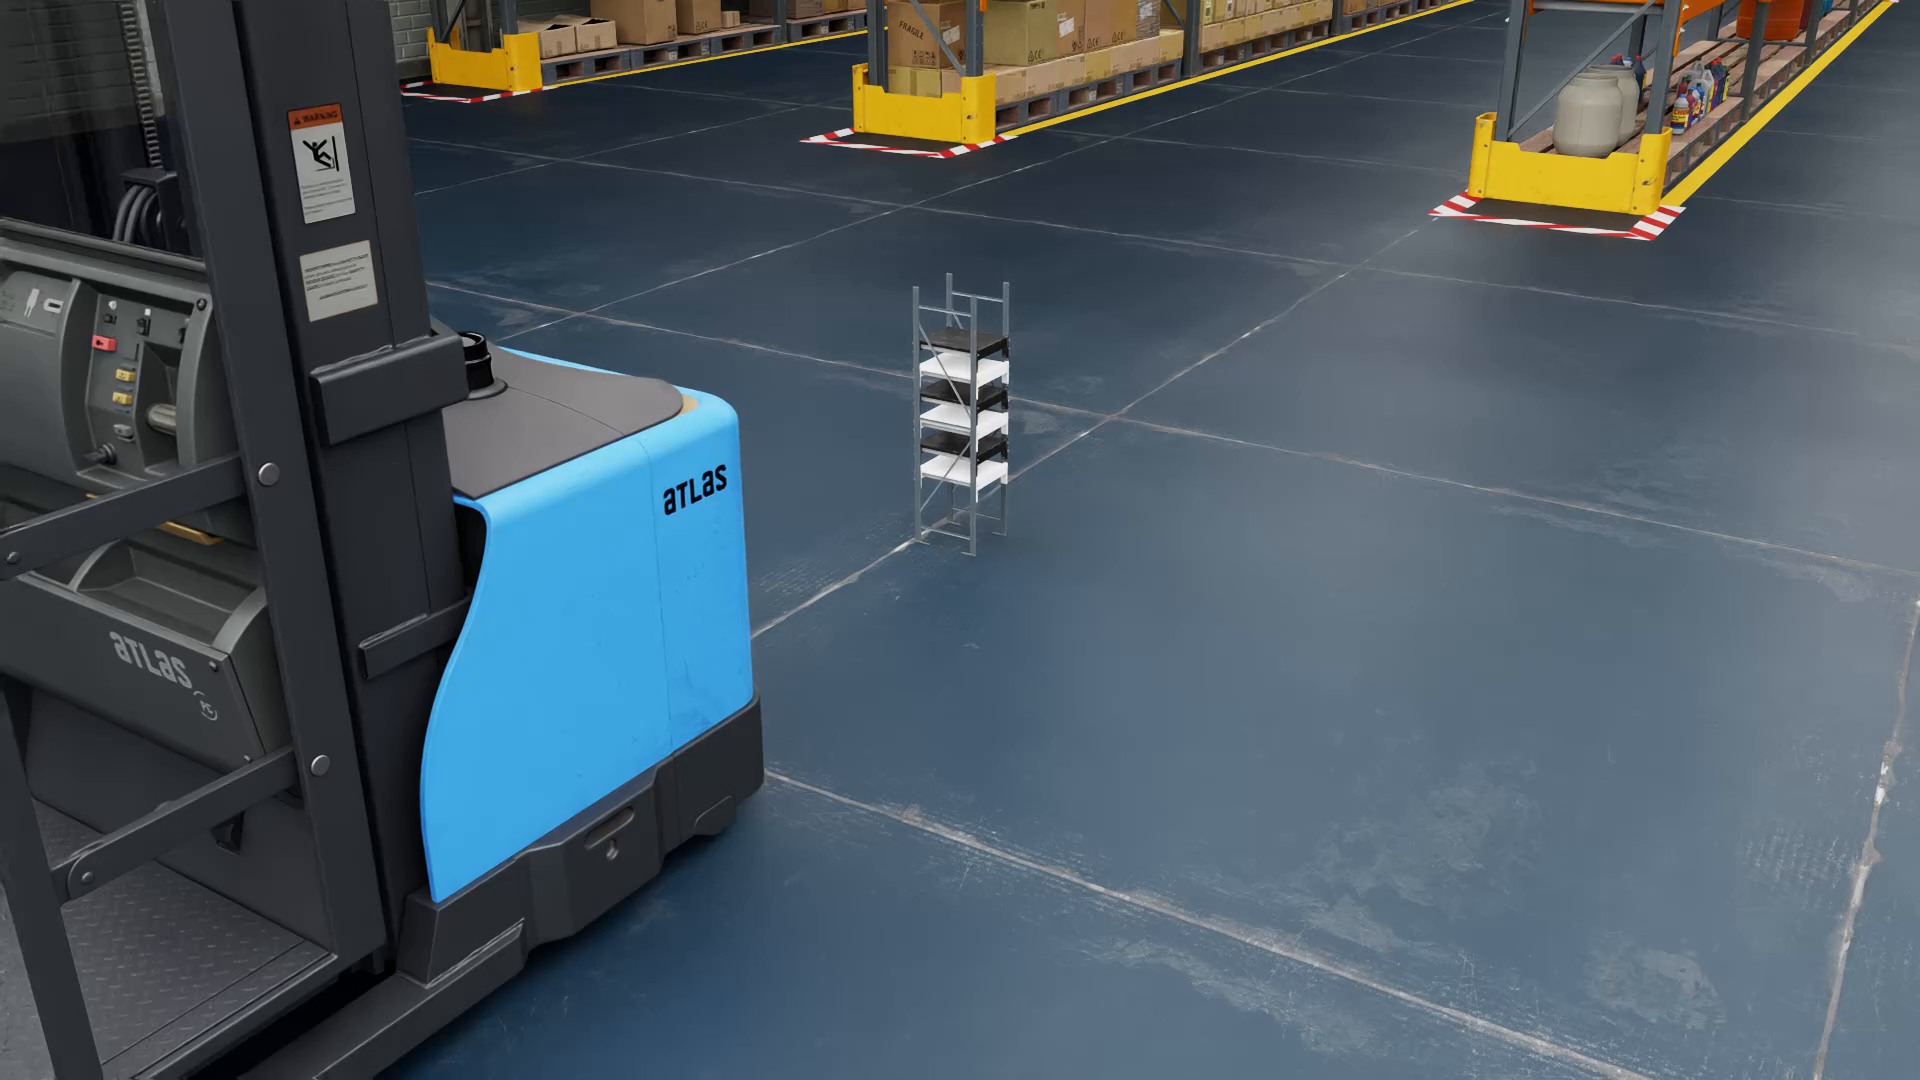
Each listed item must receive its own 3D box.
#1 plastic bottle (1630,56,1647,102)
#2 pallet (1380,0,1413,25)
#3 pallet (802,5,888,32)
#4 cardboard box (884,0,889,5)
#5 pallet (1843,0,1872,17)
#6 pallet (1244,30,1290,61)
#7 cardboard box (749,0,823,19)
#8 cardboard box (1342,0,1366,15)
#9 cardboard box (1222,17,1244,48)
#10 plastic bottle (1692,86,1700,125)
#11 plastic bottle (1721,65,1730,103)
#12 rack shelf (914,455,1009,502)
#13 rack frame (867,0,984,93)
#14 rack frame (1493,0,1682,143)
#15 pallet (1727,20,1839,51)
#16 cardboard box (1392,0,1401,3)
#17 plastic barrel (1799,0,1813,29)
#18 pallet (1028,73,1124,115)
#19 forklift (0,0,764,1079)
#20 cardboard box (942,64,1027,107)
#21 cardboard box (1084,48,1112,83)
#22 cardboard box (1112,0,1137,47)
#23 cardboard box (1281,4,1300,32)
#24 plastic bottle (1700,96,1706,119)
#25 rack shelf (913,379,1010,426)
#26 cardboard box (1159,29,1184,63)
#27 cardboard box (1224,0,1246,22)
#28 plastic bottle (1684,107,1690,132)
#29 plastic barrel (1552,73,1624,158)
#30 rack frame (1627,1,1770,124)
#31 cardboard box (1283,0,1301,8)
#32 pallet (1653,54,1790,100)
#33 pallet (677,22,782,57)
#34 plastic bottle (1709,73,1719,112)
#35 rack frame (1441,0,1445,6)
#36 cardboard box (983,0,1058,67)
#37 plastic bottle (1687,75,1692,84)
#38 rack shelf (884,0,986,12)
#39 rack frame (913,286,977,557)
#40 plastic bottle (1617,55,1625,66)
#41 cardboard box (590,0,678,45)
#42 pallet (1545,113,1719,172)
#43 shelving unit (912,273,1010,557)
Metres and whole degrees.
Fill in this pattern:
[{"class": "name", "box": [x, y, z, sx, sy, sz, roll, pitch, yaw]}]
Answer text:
[{"class": "plastic bottle", "box": [5.385, -3.677, 13.249, 0.144, 0.351, 0.185, 14, 27, 29]}, {"class": "pallet", "box": [5.015, -6.670, 20.892, 1.003, 0.211, 1.213, 14, 27, 29]}, {"class": "pallet", "box": [-1.324, -6.379, 20.220, 1.003, 0.211, 1.213, 14, 27, 29]}, {"class": "cardboard box", "box": [-1.210, -6.810, 20.298, 0.700, 0.500, 0.500, 14, 27, 29]}, {"class": "pallet", "box": [11.258, -6.997, 21.646, 1.003, 0.211, 1.213, 14, 27, 29]}, {"class": "pallet", "box": [2.833, -5.336, 17.811, 1.003, 0.211, 1.213, 14, 27, 29]}, {"class": "cardboard box", "box": [-2.002, -6.289, 19.095, 0.700, 0.500, 0.500, 15, 28, 31]}, {"class": "cardboard box", "box": [4.427, -6.444, 19.453, 0.500, 0.500, 0.500, 15, 28, 31]}, {"class": "cardboard box", "box": [2.528, -5.133, 16.764, 0.500, 0.250, 0.500, 15, 27, 30]}, {"class": "plastic bottle", "box": [5.385, -3.202, 12.252, 0.097, 0.271, 0.097, 0, 23, 0]}, {"class": "plastic bottle", "box": [6.067, -3.630, 13.225, 0.061, 0.283, 0.133, 15, 28, 32]}, {"class": "rack shelf", "box": [0.004, -0.220, 5.662, 0.258, 0.077, 0.200, 14, 27, 29]}, {"class": "rack frame", "box": [-0.275, -4.596, 12.590, 1.000, 3.000, 0.127, 14, 27, 29]}, {"class": "rack frame", "box": [3.931, -3.556, 10.189, 1.000, 3.000, 0.127, 14, 27, 29]}, {"class": "pallet", "box": [9.175, -5.662, 18.563, 1.003, 0.211, 1.213, 14, 27, 29]}, {"class": "cardboard box", "box": [5.238, -6.968, 20.662, 0.500, 0.500, 0.500, 13, 27, 27]}, {"class": "plastic barrel", "box": [8.990, -5.892, 18.092, 0.600, 0.588, 0.708, 14, 27, 29]}, {"class": "pallet", "box": [0.737, -3.993, 14.708, 1.003, 0.211, 1.213, 14, 27, 29]}, {"class": "forklift", "box": [-1.712, -0.296, 2.744, 1.130, 2.935, 3.031, 14, 27, 30]}, {"class": "cardboard box", "box": [0.196, -3.661, 13.363, 0.500, 0.250, 0.500, 14, 27, 29]}, {"class": "cardboard box", "box": [0.989, -4.167, 14.532, 0.500, 0.250, 0.500, 14, 27, 29]}, {"class": "cardboard box", "box": [1.241, -4.683, 14.779, 0.500, 0.500, 0.500, 14, 27, 29]}, {"class": "cardboard box", "box": [3.337, -5.654, 17.968, 0.500, 0.250, 0.500, 15, 27, 30]}, {"class": "plastic bottle", "box": [5.546, -3.273, 12.503, 0.097, 0.201, 0.097, 0, 23, 0]}, {"class": "rack shelf", "box": [0.004, -0.468, 5.555, 0.258, 0.077, 0.200, 14, 27, 29]}, {"class": "cardboard box", "box": [1.775, -4.674, 15.704, 0.500, 0.250, 0.500, 14, 27, 29]}, {"class": "cardboard box", "box": [2.533, -5.389, 16.649, 0.500, 0.311, 0.500, 14, 27, 28]}, {"class": "plastic bottle", "box": [5.206, -3.056, 12.001, 0.097, 0.201, 0.097, 0, 23, 0]}, {"class": "plastic barrel", "box": [4.213, -2.846, 11.150, 0.421, 0.512, 0.421, 0, 23, 0]}, {"class": "rack frame", "box": [6.041, -4.906, 13.308, 1.000, 3.000, 0.127, 14, 27, 29]}, {"class": "cardboard box", "box": [3.340, -5.909, 17.851, 0.500, 0.311, 0.500, 14, 27, 29]}, {"class": "pallet", "box": [7.065, -4.313, 15.448, 1.003, 0.211, 1.213, 14, 27, 29]}, {"class": "pallet", "box": [-2.700, -5.469, 18.117, 1.003, 0.211, 1.213, 14, 27, 29]}, {"class": "plastic bottle", "box": [5.794, -3.455, 12.822, 0.061, 0.283, 0.133, 16, 28, 32]}, {"class": "rack frame", "box": [6.054, -8.646, 21.946, 1.000, 3.000, 0.127, 14, 27, 29]}, {"class": "cardboard box", "box": [0.458, -4.174, 13.605, 0.500, 0.500, 0.500, 14, 27, 29]}, {"class": "plastic bottle", "box": [5.574, -3.423, 12.747, 0.061, 0.283, 0.133, 14, 27, 29]}, {"class": "rack shelf", "box": [0.779, -4.941, 14.292, 1.077, 0.370, 4.000, 14, 27, 29]}, {"class": "rack frame", "box": [-0.049, -0.381, 5.498, 0.240, 0.900, 0.006, 14, 27, 29]}, {"class": "plastic bottle", "box": [5.262, -3.707, 13.318, 0.144, 0.351, 0.185, 15, 27, 30]}, {"class": "cardboard box", "box": [-3.314, -5.331, 16.882, 0.700, 0.500, 0.500, 12, 26, 26]}, {"class": "pallet", "box": [5.008, -2.995, 12.403, 1.003, 0.211, 1.213, 14, 27, 29]}, {"class": "shelving unit", "box": [0.004, -0.416, 5.578, 0.258, 0.900, 0.210, 14, 27, 29]}]
